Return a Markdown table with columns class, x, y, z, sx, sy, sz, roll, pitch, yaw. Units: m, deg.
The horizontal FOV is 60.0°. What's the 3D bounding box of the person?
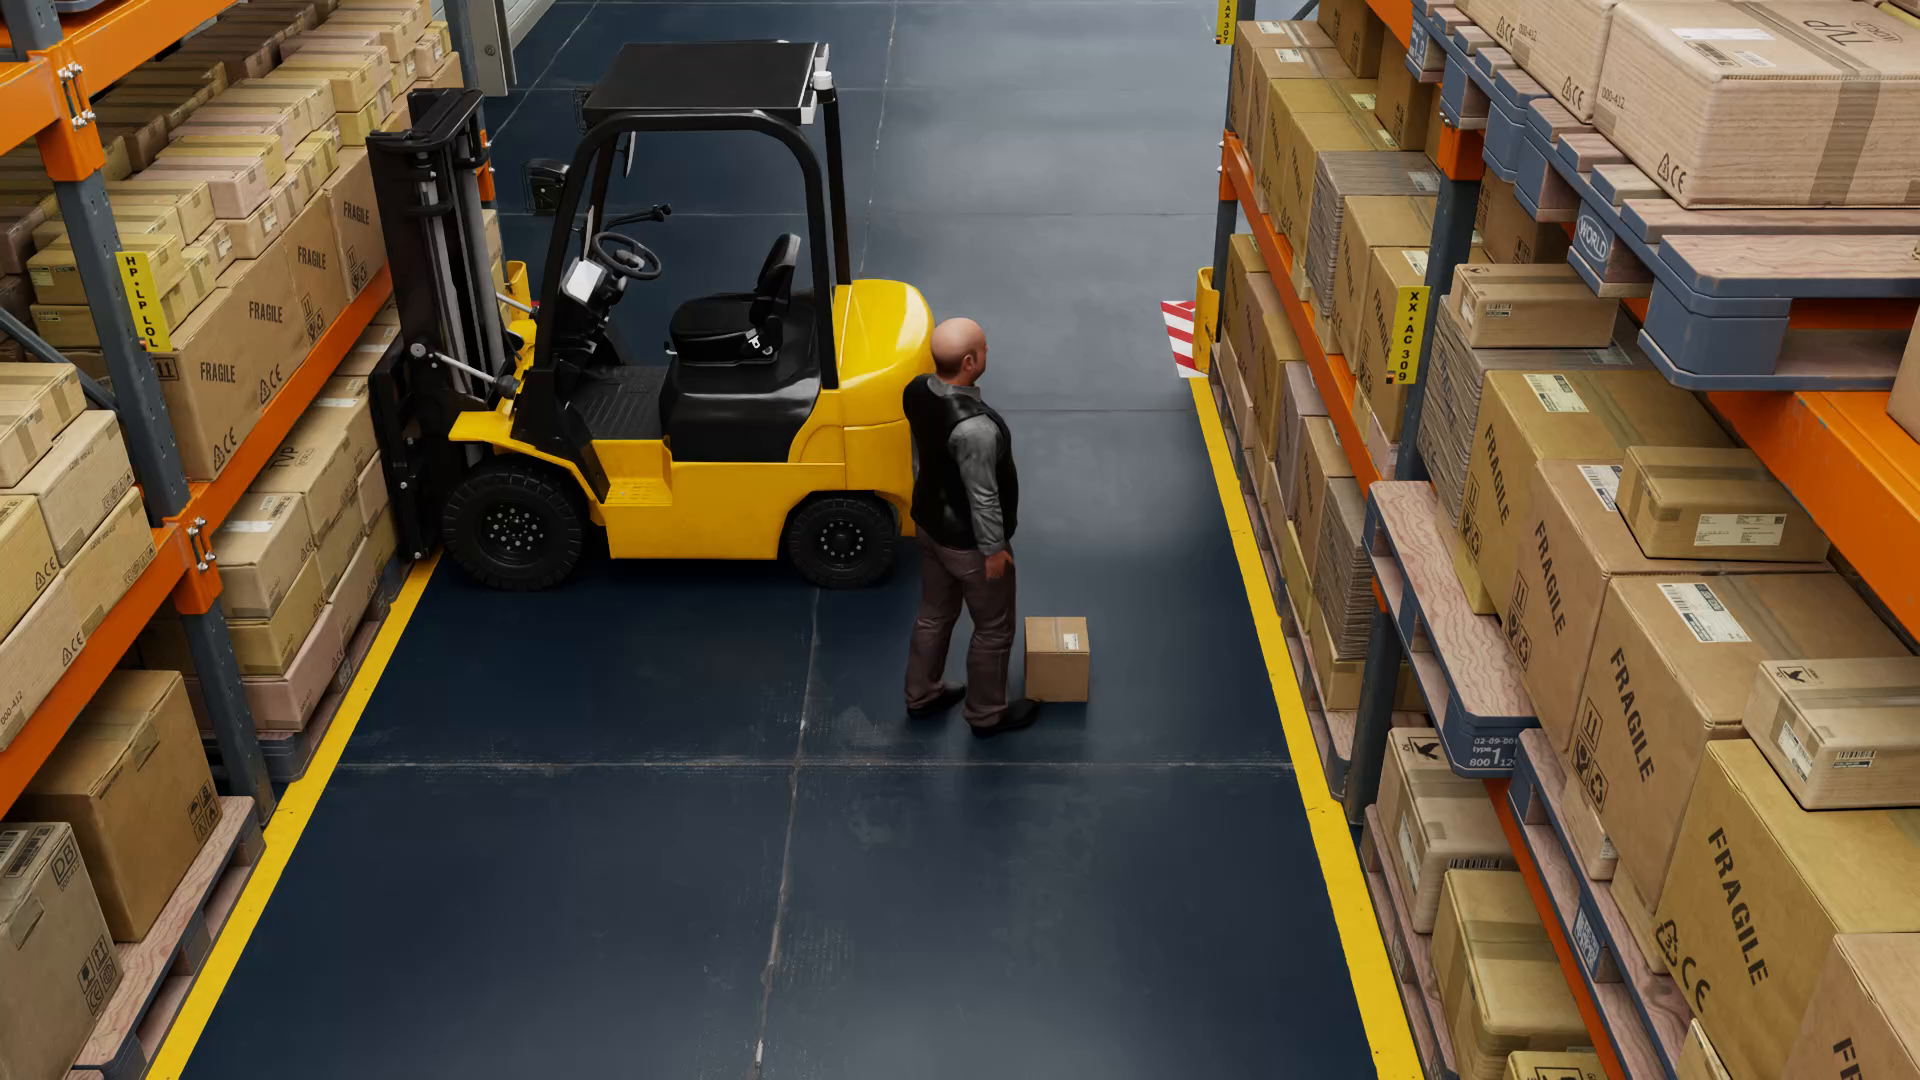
| class | x | y | z | sx | sy | sz | roll | pitch | yaw |
| --- | --- | --- | --- | --- | --- | --- | --- | --- | --- |
| person | 0.034 | -0.035 | 6.227 | 0.489 | 1.731 | 0.535 | -16 | 35 | -24 |
